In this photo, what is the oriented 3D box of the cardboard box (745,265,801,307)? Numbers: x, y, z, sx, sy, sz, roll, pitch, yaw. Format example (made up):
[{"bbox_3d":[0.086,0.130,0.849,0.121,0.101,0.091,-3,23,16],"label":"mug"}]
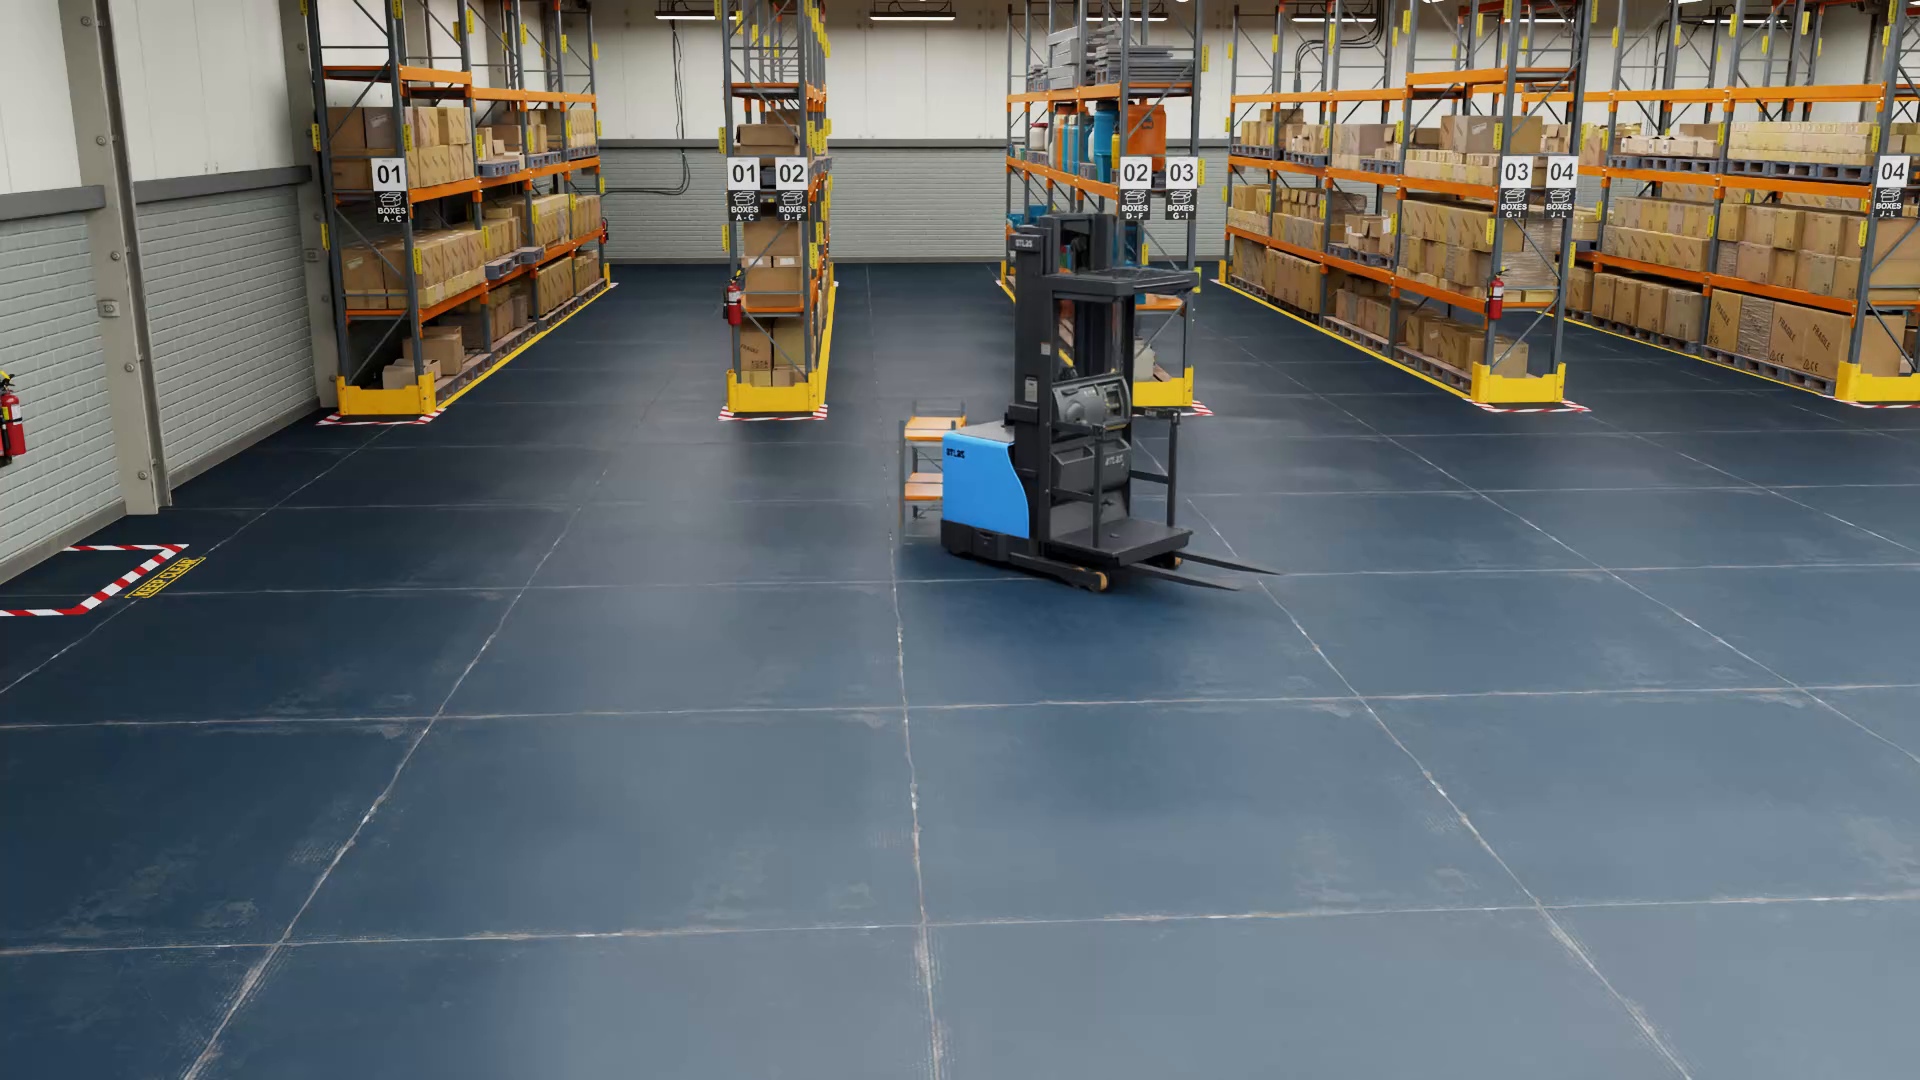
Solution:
[{"bbox_3d":[-2.436,-3.322,21.717,0.700,0.500,0.500,-1,14,-3],"label":"cardboard box"}]

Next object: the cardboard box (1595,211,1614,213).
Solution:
[{"bbox_3d":[12.047,-6.032,30.917,0.380,0.149,0.250,-1,15,-6],"label":"cardboard box"}]

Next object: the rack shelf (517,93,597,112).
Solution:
[{"bbox_3d":[-8.231,-8.925,33.901,1.077,0.370,4.000,-1,14,-3],"label":"rack shelf"}]

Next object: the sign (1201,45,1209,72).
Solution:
[{"bbox_3d":[3.073,-6.044,20.879,0.100,0.325,0.005,-1,14,-3],"label":"sign"}]

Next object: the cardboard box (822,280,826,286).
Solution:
[{"bbox_3d":[-2.723,-4.522,30.715,0.500,0.500,0.500,-1,14,-4],"label":"cardboard box"}]

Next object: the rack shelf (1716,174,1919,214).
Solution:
[{"bbox_3d":[12.300,-4.962,23.718,1.077,0.370,4.000,-1,14,-3],"label":"rack shelf"}]

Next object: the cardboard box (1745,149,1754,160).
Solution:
[{"bbox_3d":[11.892,-5.716,24.664,0.380,0.149,0.250,-1,14,-4],"label":"cardboard box"}]

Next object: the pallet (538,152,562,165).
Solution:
[{"bbox_3d":[-8.001,-7.197,31.343,0.805,0.209,1.217,-1,15,-6],"label":"pallet"}]

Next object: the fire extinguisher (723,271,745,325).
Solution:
[{"bbox_3d":[-2.876,-3.083,21.145,0.296,0.674,0.183,-1,14,-3],"label":"fire extinguisher"}]

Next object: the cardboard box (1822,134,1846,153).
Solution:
[{"bbox_3d":[12.085,-5.379,22.552,0.500,0.250,0.500,-1,14,-3],"label":"cardboard box"}]

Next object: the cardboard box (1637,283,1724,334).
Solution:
[{"bbox_3d":[11.992,-3.862,27.690,1.050,0.750,0.750,-1,14,-3],"label":"cardboard box"}]

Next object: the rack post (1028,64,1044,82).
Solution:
[{"bbox_3d":[1.802,-8.876,31.616,0.937,0.300,0.954,-1,14,-4],"label":"rack post"}]

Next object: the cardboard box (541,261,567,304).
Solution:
[{"bbox_3d":[-7.879,-4.846,31.312,0.750,0.750,0.750,0,14,-2],"label":"cardboard box"}]

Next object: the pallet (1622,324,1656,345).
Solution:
[{"bbox_3d":[11.975,-3.500,28.206,1.003,0.211,1.213,-1,14,-3],"label":"pallet"}]

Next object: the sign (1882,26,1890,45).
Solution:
[{"bbox_3d":[16.309,-8.877,29.276,0.100,0.325,0.005,-1,14,-3],"label":"sign"}]

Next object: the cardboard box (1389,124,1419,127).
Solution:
[{"bbox_3d":[7.309,-6.677,27.732,0.500,0.500,0.500,-1,14,-2],"label":"cardboard box"}]

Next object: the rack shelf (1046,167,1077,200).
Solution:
[{"bbox_3d":[2.152,-5.829,27.087,1.077,0.370,4.000,-1,14,-3],"label":"rack shelf"}]

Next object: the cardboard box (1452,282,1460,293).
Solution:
[{"bbox_3d":[7.150,-3.566,23.370,0.380,0.149,0.250,-1,14,-3],"label":"cardboard box"}]

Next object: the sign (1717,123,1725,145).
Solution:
[{"bbox_3d":[11.635,-6.200,25.416,0.100,0.325,0.005,-1,14,-3],"label":"sign"}]

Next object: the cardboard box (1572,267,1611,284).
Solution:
[{"bbox_3d":[11.625,-4.872,30.612,0.500,0.250,0.500,-1,14,-5],"label":"cardboard box"}]

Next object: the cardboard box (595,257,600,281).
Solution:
[{"bbox_3d":[-8.212,-5.879,36.031,0.700,0.500,0.500,-1,14,-3],"label":"cardboard box"}]

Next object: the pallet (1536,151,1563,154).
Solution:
[{"bbox_3d":[11.680,-7.294,31.712,1.213,0.211,1.003,-1,14,-3],"label":"pallet"}]

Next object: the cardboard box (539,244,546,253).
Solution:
[{"bbox_3d":[-7.588,-5.173,29.577,0.380,0.149,0.250,0,14,-2],"label":"cardboard box"}]

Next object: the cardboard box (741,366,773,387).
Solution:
[{"bbox_3d":[-2.748,-2.158,22.069,0.500,0.250,0.500,-1,14,-3],"label":"cardboard box"}]

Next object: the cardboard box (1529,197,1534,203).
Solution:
[{"bbox_3d":[11.382,-7.135,33.932,0.500,0.500,0.500,-1,14,-5],"label":"cardboard box"}]

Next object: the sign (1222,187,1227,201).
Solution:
[{"bbox_3d":[5.922,-7.739,37.189,0.100,0.325,0.005,-1,14,-3],"label":"sign"}]

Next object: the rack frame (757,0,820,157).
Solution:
[{"bbox_3d":[-2.916,-8.052,28.263,1.000,3.000,0.127,-1,14,-3],"label":"rack frame"}]

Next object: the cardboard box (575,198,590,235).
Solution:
[{"bbox_3d":[-8.219,-6.707,34.473,0.980,0.700,0.700,-2,15,-6],"label":"cardboard box"}]

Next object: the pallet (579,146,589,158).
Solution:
[{"bbox_3d":[-8.220,-7.980,34.181,1.003,0.211,1.213,-1,14,-3],"label":"pallet"}]

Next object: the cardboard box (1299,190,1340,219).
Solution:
[{"bbox_3d":[6.857,-6.344,31.450,0.797,0.503,0.637,0,14,-2],"label":"cardboard box"}]

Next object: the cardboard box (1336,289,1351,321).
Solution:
[{"bbox_3d":[7.033,-4.135,29.212,0.700,0.500,0.500,-2,15,-6],"label":"cardboard box"}]

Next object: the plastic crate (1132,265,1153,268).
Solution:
[{"bbox_3d":[2.616,-3.885,24.403,0.499,0.251,0.616,-1,14,-3],"label":"plastic crate"}]

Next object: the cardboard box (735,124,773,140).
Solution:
[{"bbox_3d":[-2.692,-5.514,23.088,0.797,0.503,0.637,1,14,3],"label":"cardboard box"}]

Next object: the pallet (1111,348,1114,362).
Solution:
[{"bbox_3d":[2.276,-2.710,25.134,1.003,0.211,1.213,-1,14,-3],"label":"pallet"}]

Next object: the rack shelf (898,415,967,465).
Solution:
[{"bbox_3d":[-0.242,-0.915,15.149,0.538,0.278,1.000,1,14,5],"label":"rack shelf"}]

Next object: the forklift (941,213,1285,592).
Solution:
[{"bbox_3d":[1.245,-1.144,13.592,3.031,2.935,1.130,13,20,42],"label":"forklift"}]

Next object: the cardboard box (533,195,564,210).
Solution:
[{"bbox_3d":[-7.801,-6.390,31.500,0.500,0.250,0.500,-1,14,-2],"label":"cardboard box"}]

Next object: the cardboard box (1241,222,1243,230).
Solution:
[{"bbox_3d":[6.251,-6.754,35.760,0.380,0.149,0.250,-1,14,-4],"label":"cardboard box"}]

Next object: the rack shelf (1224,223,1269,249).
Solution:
[{"bbox_3d":[6.600,-6.443,35.491,1.077,0.370,4.000,-1,14,-3],"label":"rack shelf"}]

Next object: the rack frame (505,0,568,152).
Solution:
[{"bbox_3d":[-8.107,-8.970,31.829,1.000,3.000,0.127,-1,14,-3],"label":"rack frame"}]

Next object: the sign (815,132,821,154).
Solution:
[{"bbox_3d":[-2.114,-5.902,24.731,0.100,0.325,0.005,-1,14,-3],"label":"sign"}]

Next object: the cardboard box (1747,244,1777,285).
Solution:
[{"bbox_3d":[12.184,-4.064,24.501,0.875,0.550,0.550,-1,14,-3],"label":"cardboard box"}]

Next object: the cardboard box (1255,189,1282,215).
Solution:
[{"bbox_3d":[6.402,-6.963,34.269,0.500,0.500,0.500,-1,14,-3],"label":"cardboard box"}]

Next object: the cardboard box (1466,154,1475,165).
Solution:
[{"bbox_3d":[7.074,-5.142,22.471,0.380,0.149,0.250,-1,14,-3],"label":"cardboard box"}]

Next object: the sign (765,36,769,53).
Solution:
[{"bbox_3d":[-3.706,-9.534,31.988,0.100,0.325,0.005,-1,14,-3],"label":"sign"}]

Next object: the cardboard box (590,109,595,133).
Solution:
[{"bbox_3d":[-8.038,-8.876,35.238,0.500,0.500,0.500,-1,14,-4],"label":"cardboard box"}]

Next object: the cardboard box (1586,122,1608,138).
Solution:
[{"bbox_3d":[11.598,-7.446,30.190,0.396,0.266,0.258,-1,14,-3],"label":"cardboard box"}]

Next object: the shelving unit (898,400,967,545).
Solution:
[{"bbox_3d":[-0.242,-0.631,15.222,0.538,1.125,1.048,1,14,5],"label":"shelving unit"}]

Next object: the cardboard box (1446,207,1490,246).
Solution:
[{"bbox_3d":[7.122,-4.368,23.178,0.500,0.500,0.500,-1,14,-3],"label":"cardboard box"}]

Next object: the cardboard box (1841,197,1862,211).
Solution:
[{"bbox_3d":[16.570,-6.109,30.543,0.500,0.500,0.500,-1,14,-5],"label":"cardboard box"}]

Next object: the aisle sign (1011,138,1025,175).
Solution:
[{"bbox_3d":[1.232,-8.484,36.765,0.394,0.787,0.004,-1,14,-3],"label":"aisle sign"}]

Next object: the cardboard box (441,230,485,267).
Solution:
[{"bbox_3d":[-7.274,-4.262,24.328,0.500,0.500,0.500,-1,14,-4],"label":"cardboard box"}]

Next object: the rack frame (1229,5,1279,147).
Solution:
[{"bbox_3d":[6.476,-10.194,36.587,1.000,3.000,0.127,-1,14,-3],"label":"rack frame"}]

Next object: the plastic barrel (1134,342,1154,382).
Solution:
[{"bbox_3d":[2.407,-2.394,22.461,0.421,0.512,0.421,0,14,0],"label":"plastic barrel"}]

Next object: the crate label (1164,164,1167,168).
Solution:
[{"bbox_3d":[2.738,-5.084,23.045,0.502,0.251,0.408,-1,14,-3],"label":"crate label"}]

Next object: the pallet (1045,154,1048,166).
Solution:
[{"bbox_3d":[2.079,-6.775,29.699,1.003,0.211,1.213,-1,14,-3],"label":"pallet"}]
